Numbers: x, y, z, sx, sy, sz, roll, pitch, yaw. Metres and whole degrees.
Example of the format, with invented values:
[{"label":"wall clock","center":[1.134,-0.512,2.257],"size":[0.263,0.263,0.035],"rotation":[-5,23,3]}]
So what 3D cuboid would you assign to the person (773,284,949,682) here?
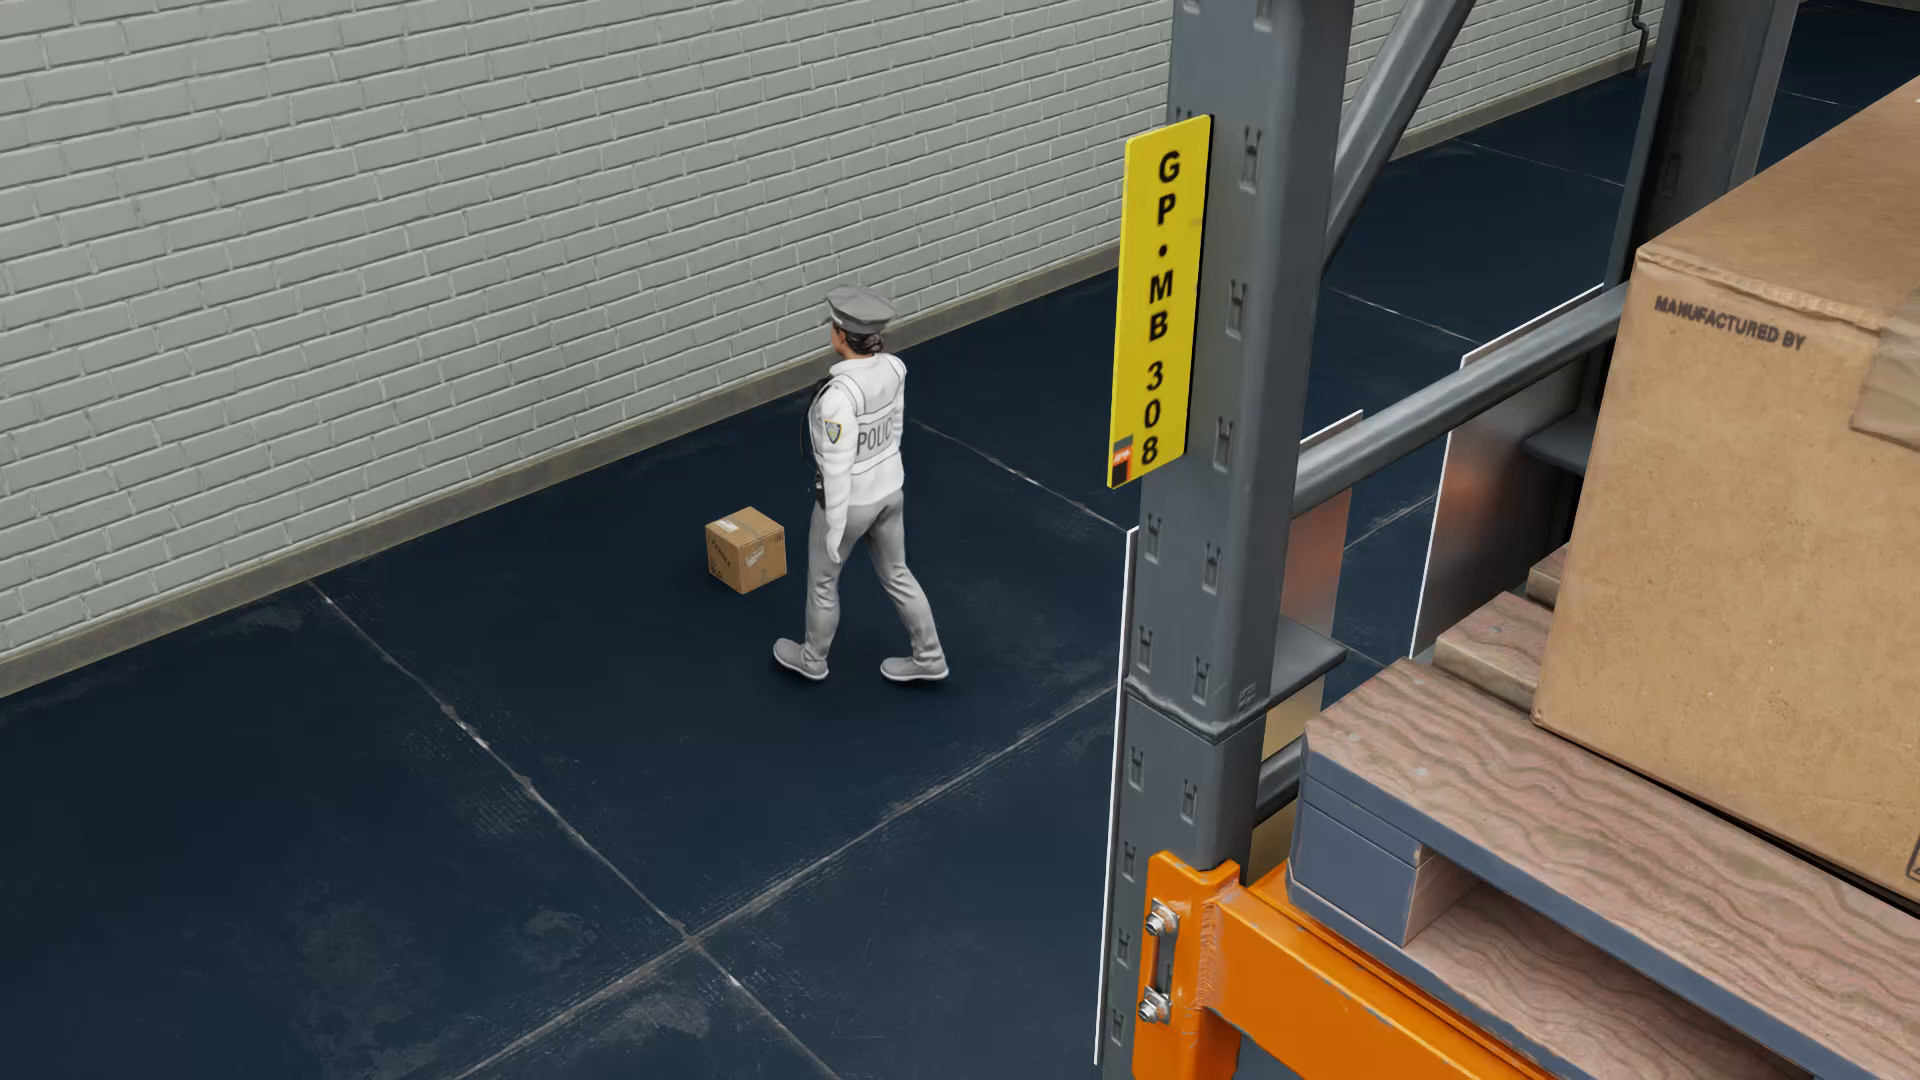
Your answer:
[{"label":"person","center":[-0.407,-0.172,6.392],"size":[0.716,1.647,0.507],"rotation":[20,37,29]}]
